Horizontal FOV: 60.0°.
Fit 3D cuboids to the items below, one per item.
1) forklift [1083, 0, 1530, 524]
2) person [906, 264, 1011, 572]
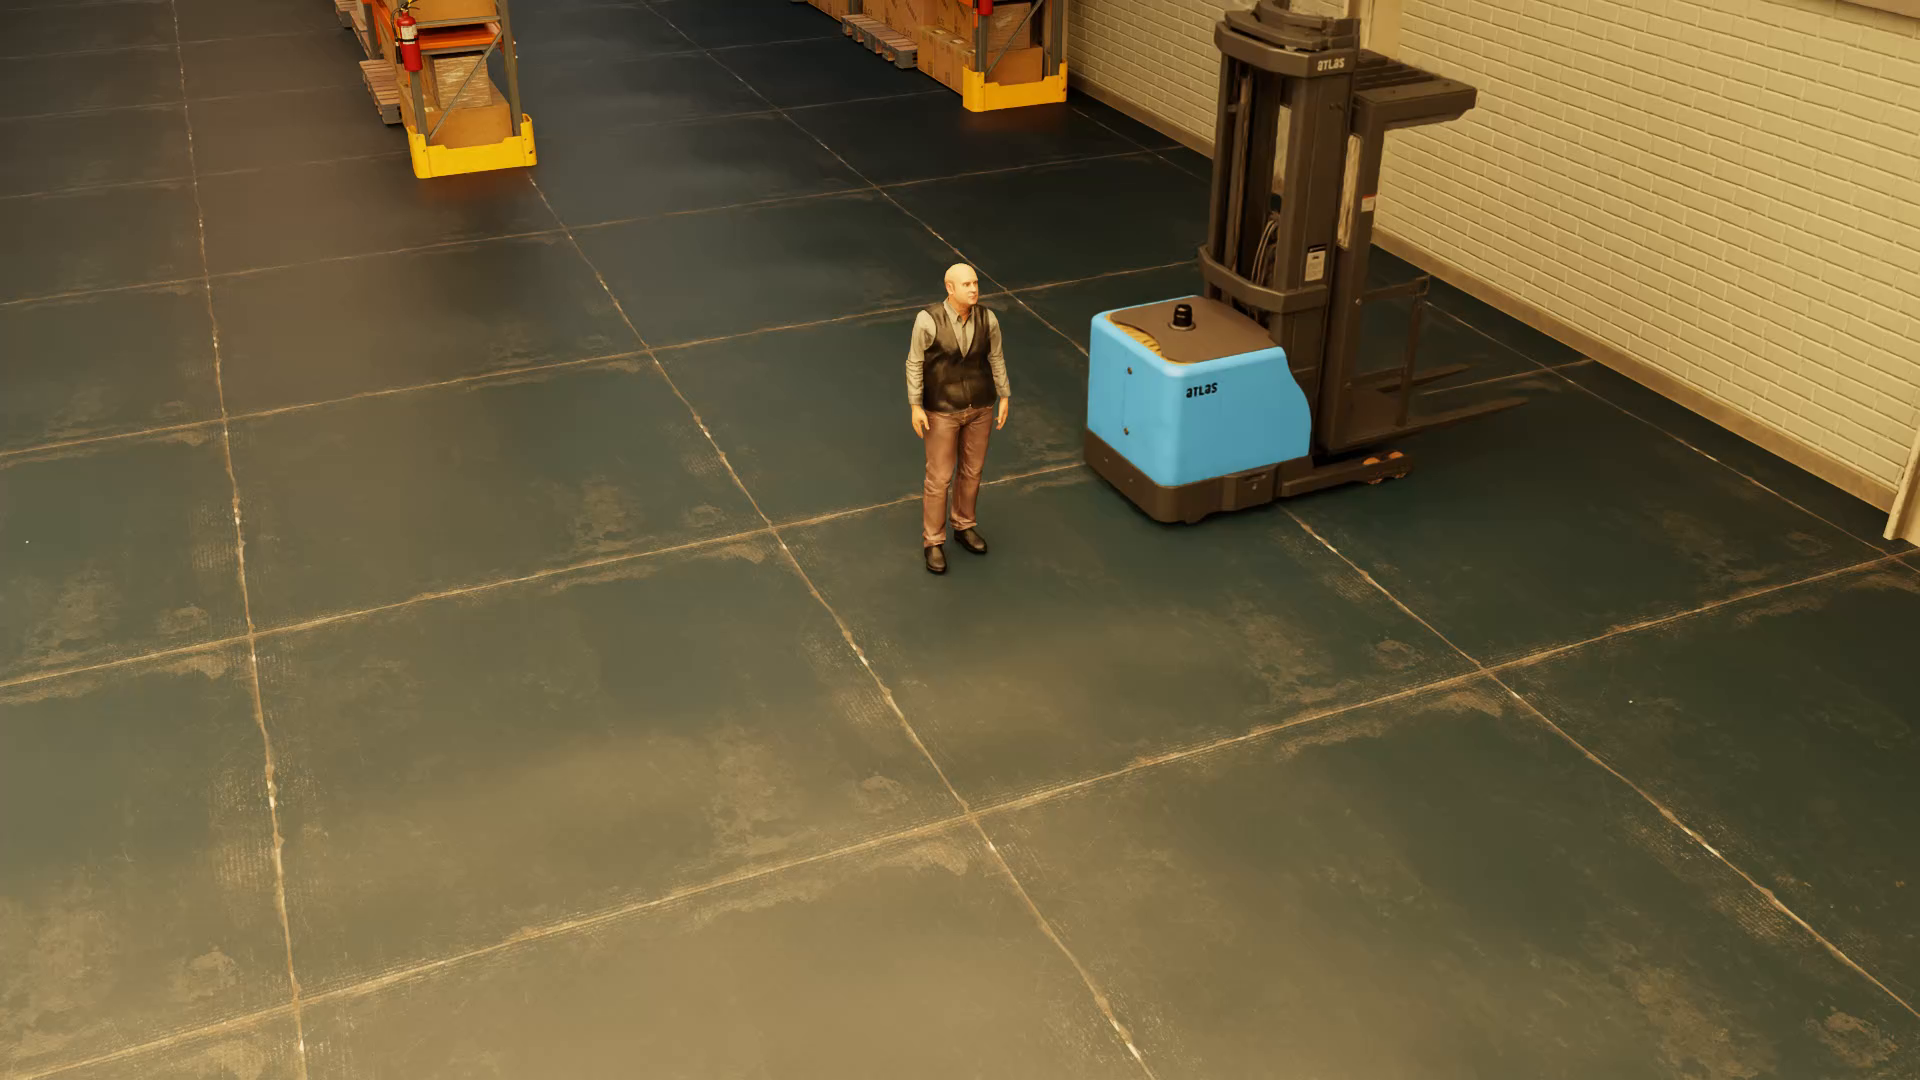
[{"bbox_3d":[2.362,-1.856,10.366,3.031,2.935,1.130,-13,32,-22],"label":"forklift"},{"bbox_3d":[0.018,-0.724,9.589,0.633,1.721,0.568,-12,32,-20],"label":"person"}]
